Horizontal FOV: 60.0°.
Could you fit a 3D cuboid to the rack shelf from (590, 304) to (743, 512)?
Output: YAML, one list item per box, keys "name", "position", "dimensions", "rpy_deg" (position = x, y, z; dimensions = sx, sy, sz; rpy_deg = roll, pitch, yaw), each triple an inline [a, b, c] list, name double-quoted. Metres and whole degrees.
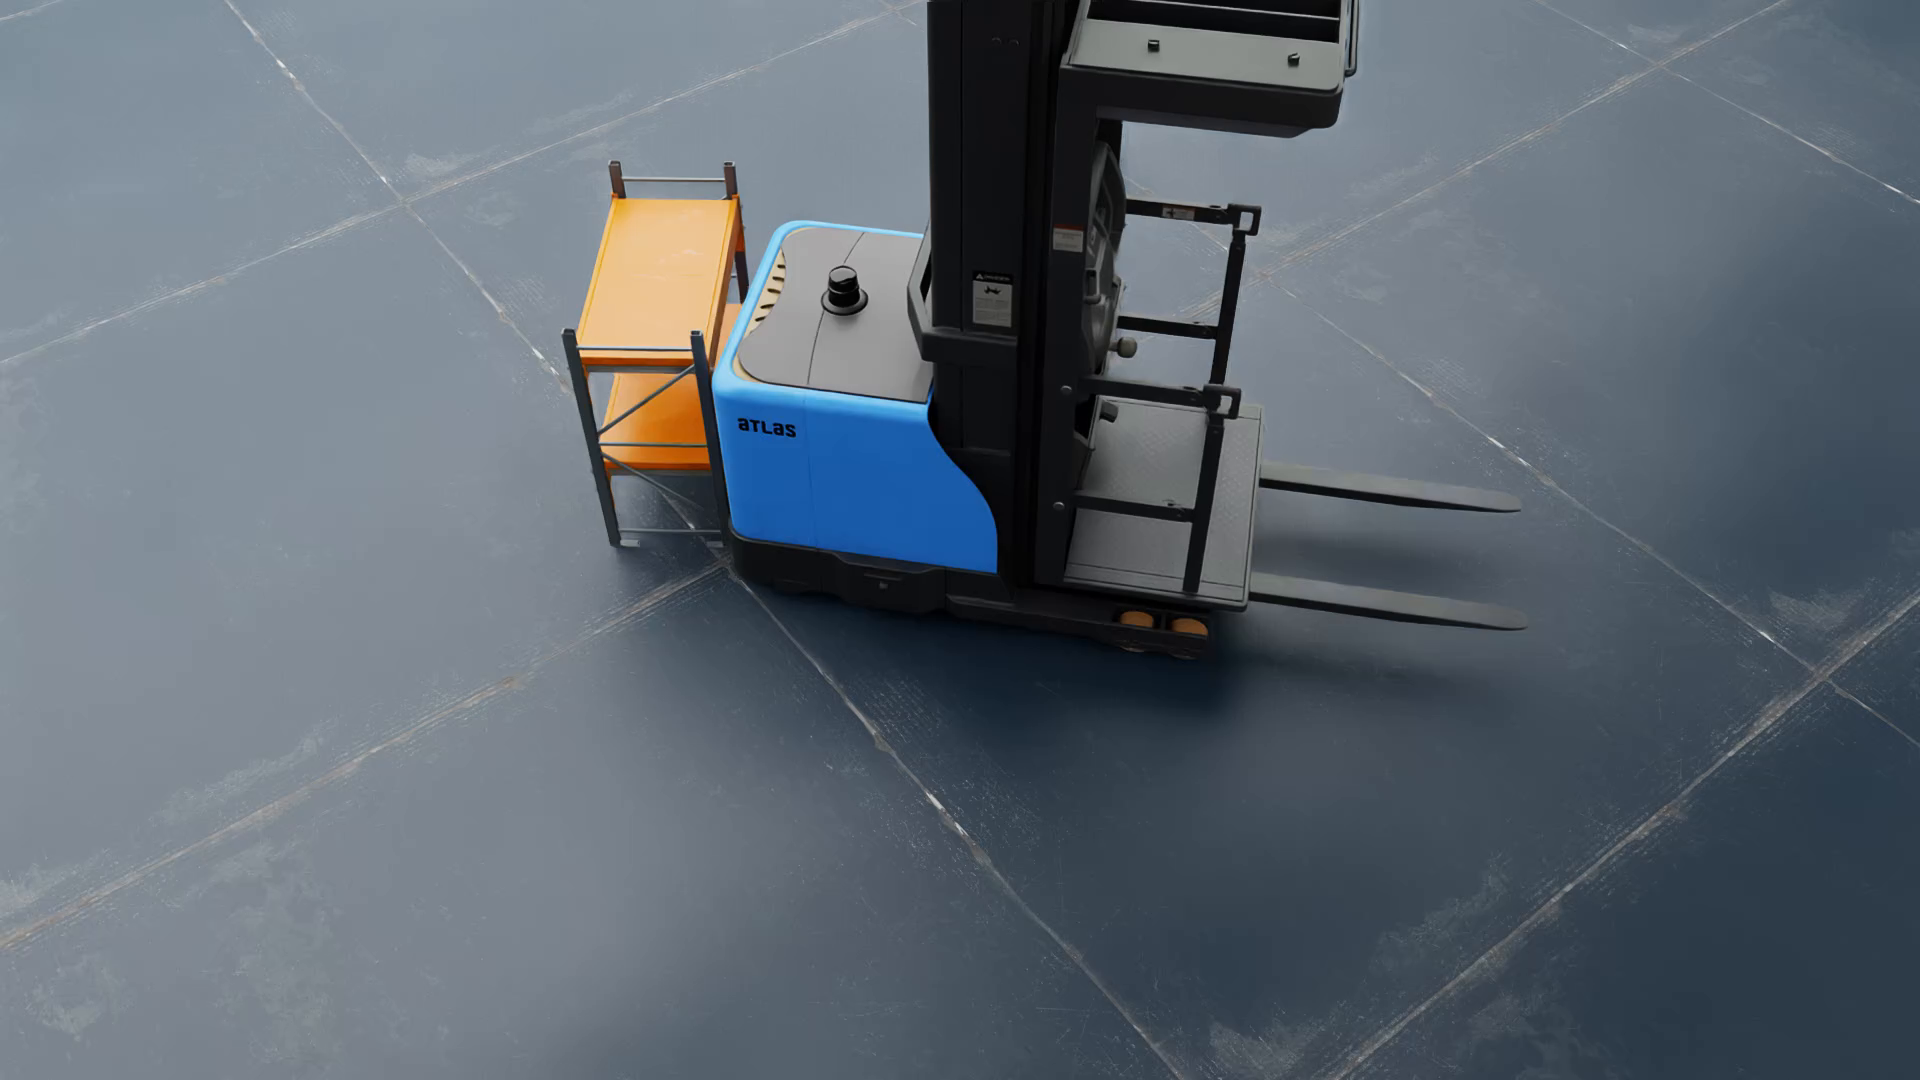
- name: "rack shelf"
  position: [-1.154, -0.573, 6.839]
  dimensions: [0.538, 0.278, 1.000]
  rpy_deg: [1, 48, 1]

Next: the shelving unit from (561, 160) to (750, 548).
- name: "shelving unit"
  position: [-1.154, -0.737, 6.657]
  dimensions: [0.538, 1.125, 1.048]
  rpy_deg: [1, 48, 1]

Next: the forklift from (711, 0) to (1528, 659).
- name: "forklift"
  position: [0.676, -0.960, 5.641]
  dimensions: [3.031, 2.935, 1.130]
  rpy_deg: [8, 48, 7]

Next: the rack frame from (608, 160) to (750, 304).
- name: "rack frame"
  position: [-1.143, -1.113, 6.999]
  dimensions: [0.500, 1.125, 0.032]
  rpy_deg: [1, 48, 1]

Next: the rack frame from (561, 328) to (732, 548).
- name: "rack frame"
  position: [-1.164, -0.360, 6.316]
  dimensions: [0.500, 1.125, 0.032]
  rpy_deg: [1, 48, 1]

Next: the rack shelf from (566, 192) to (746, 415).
- name: "rack shelf"
  position: [-1.154, -0.933, 6.441]
  dimensions: [0.538, 0.278, 1.000]
  rpy_deg: [1, 48, 1]
